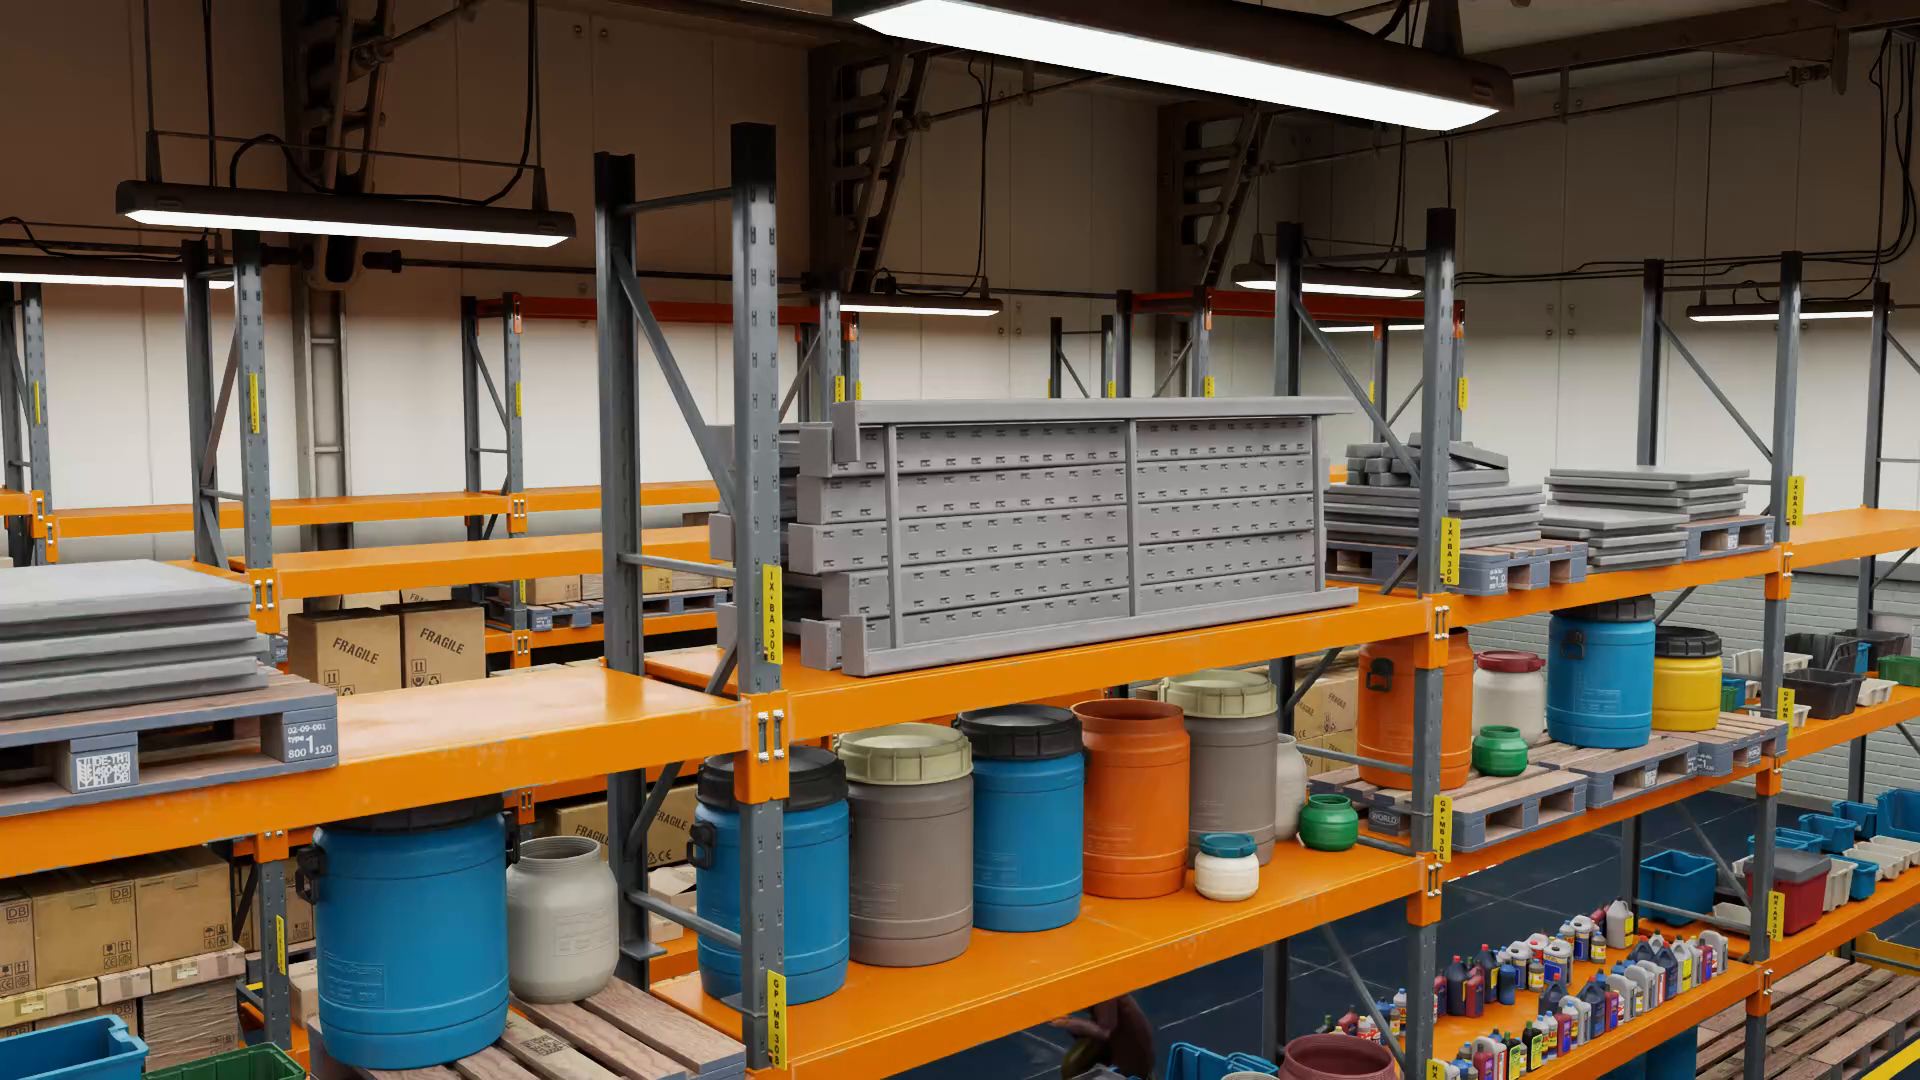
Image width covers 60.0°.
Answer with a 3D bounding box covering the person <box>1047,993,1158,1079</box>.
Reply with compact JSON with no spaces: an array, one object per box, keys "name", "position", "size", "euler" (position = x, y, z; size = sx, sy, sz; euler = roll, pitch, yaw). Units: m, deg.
[{"name":"person","position":[1.059,3.361,11.143],"size":[1.240,1.556,0.695],"euler":[-3,6,-27]}]
